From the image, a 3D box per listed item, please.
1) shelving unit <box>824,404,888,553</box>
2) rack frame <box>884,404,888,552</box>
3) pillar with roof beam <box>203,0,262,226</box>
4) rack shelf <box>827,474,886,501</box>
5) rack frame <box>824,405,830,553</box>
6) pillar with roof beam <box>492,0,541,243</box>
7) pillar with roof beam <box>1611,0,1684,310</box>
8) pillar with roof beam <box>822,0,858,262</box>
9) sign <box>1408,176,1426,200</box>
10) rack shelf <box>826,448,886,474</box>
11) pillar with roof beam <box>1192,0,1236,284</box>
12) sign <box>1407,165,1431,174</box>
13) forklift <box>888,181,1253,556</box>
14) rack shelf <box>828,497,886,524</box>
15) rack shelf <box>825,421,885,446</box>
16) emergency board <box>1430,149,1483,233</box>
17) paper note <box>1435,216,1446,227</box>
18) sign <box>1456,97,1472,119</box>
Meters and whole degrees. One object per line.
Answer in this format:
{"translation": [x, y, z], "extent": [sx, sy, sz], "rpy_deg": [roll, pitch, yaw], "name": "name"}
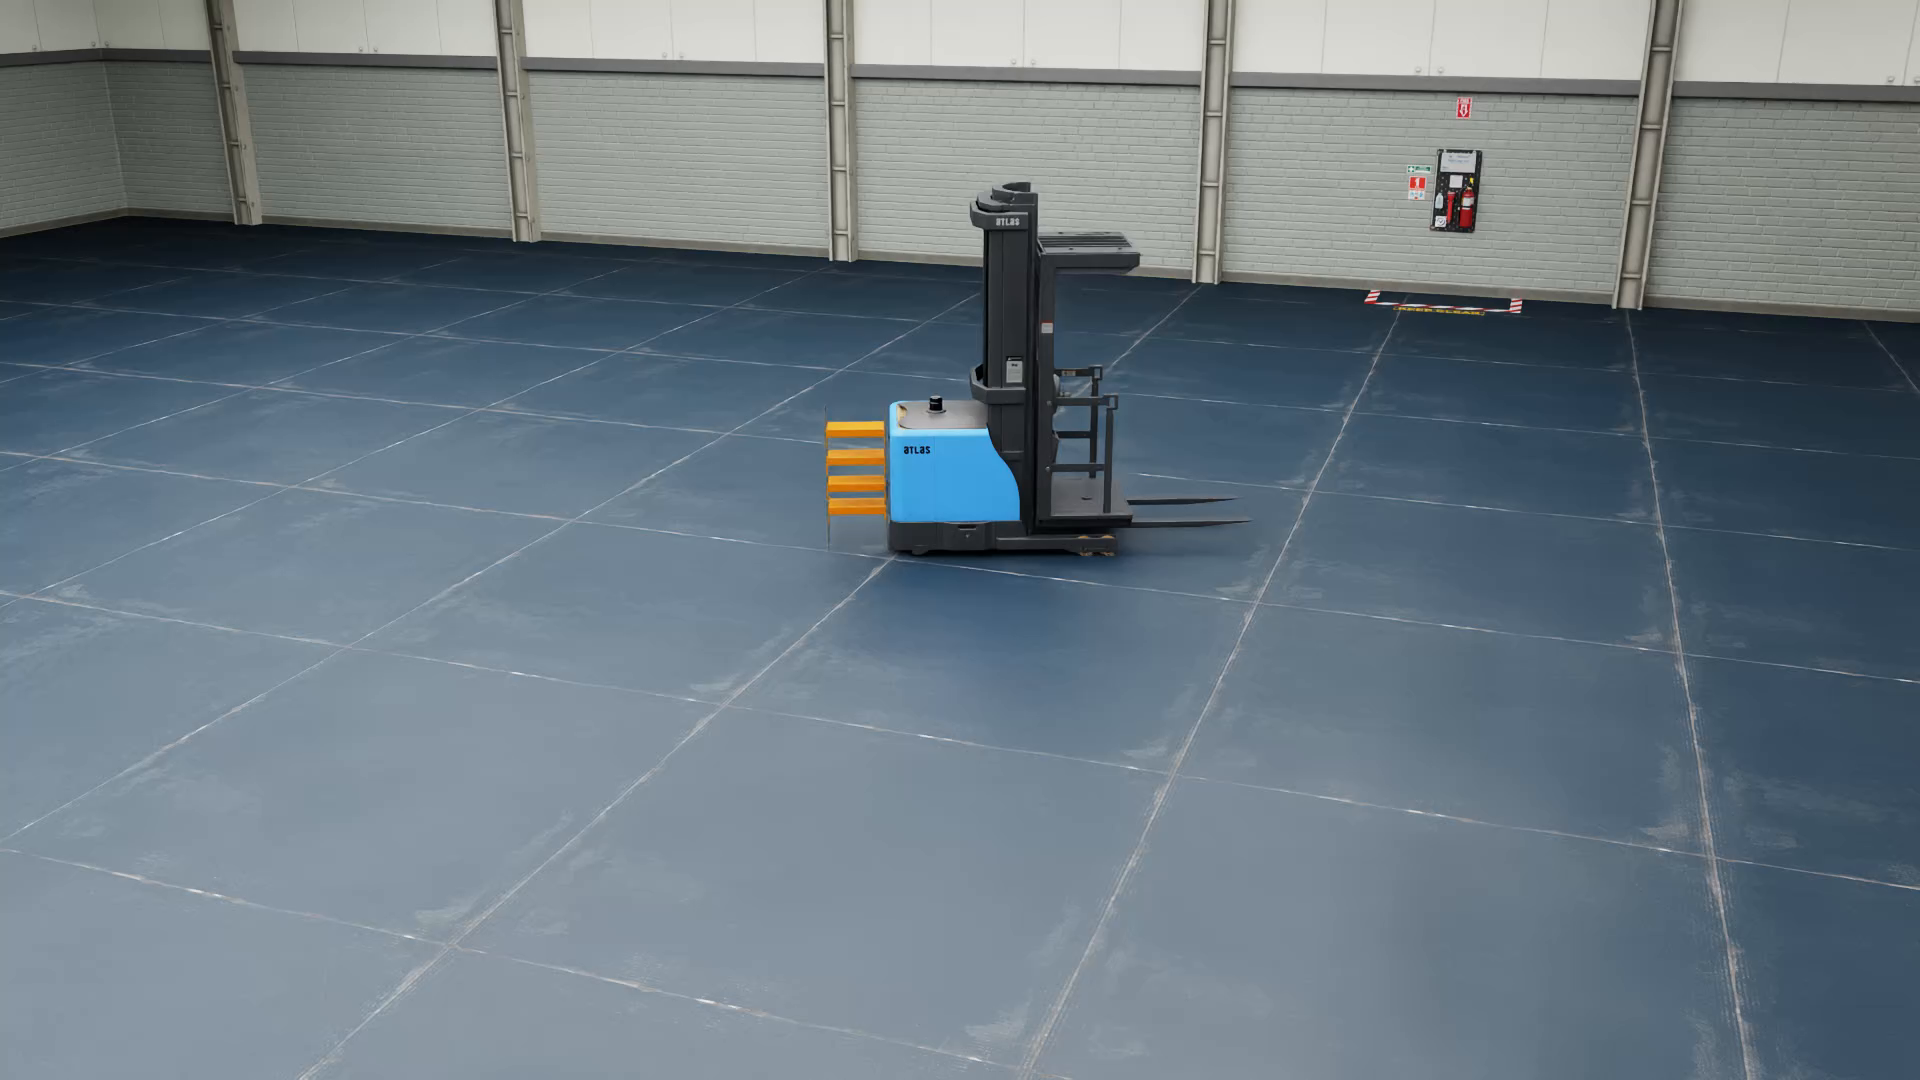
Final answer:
{"translation": [-0.851, -0.500, 13.687], "extent": [0.503, 1.200, 0.258], "rpy_deg": [-1, 19, -2], "name": "shelving unit"}
{"translation": [-0.607, -0.503, 13.697], "extent": [0.015, 1.200, 0.240], "rpy_deg": [-1, 19, -2], "name": "rack frame"}
{"translation": [-14.650, -8.799, 25.647], "extent": [0.400, 9.000, 9.100], "rpy_deg": [7, 20, 18], "name": "pillar with roof beam"}
{"translation": [-0.851, -0.436, 13.710], "extent": [0.480, 0.148, 0.258], "rpy_deg": [-1, 19, -2], "name": "rack shelf"}
{"translation": [-1.095, -0.496, 13.678], "extent": [0.015, 1.200, 0.240], "rpy_deg": [-1, 19, -2], "name": "rack frame"}
{"translation": [-8.982, -8.151, 23.788], "extent": [0.400, 9.000, 9.100], "rpy_deg": [7, 20, 18], "name": "pillar with roof beam"}
{"translation": [8.021, -6.206, 18.210], "extent": [0.400, 9.000, 9.100], "rpy_deg": [7, 20, 18], "name": "pillar with roof beam"}
{"translation": [-3.314, -7.503, 21.929], "extent": [0.400, 9.000, 9.100], "rpy_deg": [7, 20, 18], "name": "pillar with roof beam"}
{"translation": [6.624, -5.100, 24.095], "extent": [0.234, 0.329, 0.001], "rpy_deg": [7, 20, 18], "name": "sign"}
{"translation": [-0.851, -0.648, 13.636], "extent": [0.480, 0.148, 0.258], "rpy_deg": [-1, 19, -2], "name": "rack shelf"}
{"translation": [2.353, -6.855, 20.069], "extent": [0.400, 9.000, 9.100], "rpy_deg": [7, 20, 18], "name": "pillar with roof beam"}
{"translation": [6.625, -5.347, 23.998], "extent": [0.331, 0.109, 0.001], "rpy_deg": [7, 20, 18], "name": "sign"}
{"translation": [0.917, -1.425, 13.711], "extent": [3.031, 2.935, 1.130], "rpy_deg": [-1, 19, -2], "name": "forklift"}
{"translation": [-0.851, -0.249, 13.775], "extent": [0.480, 0.148, 0.258], "rpy_deg": [-1, 19, -2], "name": "rack shelf"}
{"translation": [-0.851, -0.871, 13.558], "extent": [0.480, 0.148, 0.258], "rpy_deg": [-1, 19, -2], "name": "rack shelf"}
{"translation": [7.112, -4.991, 23.837], "extent": [0.643, 1.169, 0.194], "rpy_deg": [7, 20, 18], "name": "emergency board"}
{"translation": [6.968, -4.616, 24.099], "extent": [0.142, 0.148, 0.016], "rpy_deg": [7, 20, 18], "name": "paper note"}
{"translation": [7.137, -6.117, 23.547], "extent": [0.199, 0.298, 0.001], "rpy_deg": [7, 20, 18], "name": "sign"}
